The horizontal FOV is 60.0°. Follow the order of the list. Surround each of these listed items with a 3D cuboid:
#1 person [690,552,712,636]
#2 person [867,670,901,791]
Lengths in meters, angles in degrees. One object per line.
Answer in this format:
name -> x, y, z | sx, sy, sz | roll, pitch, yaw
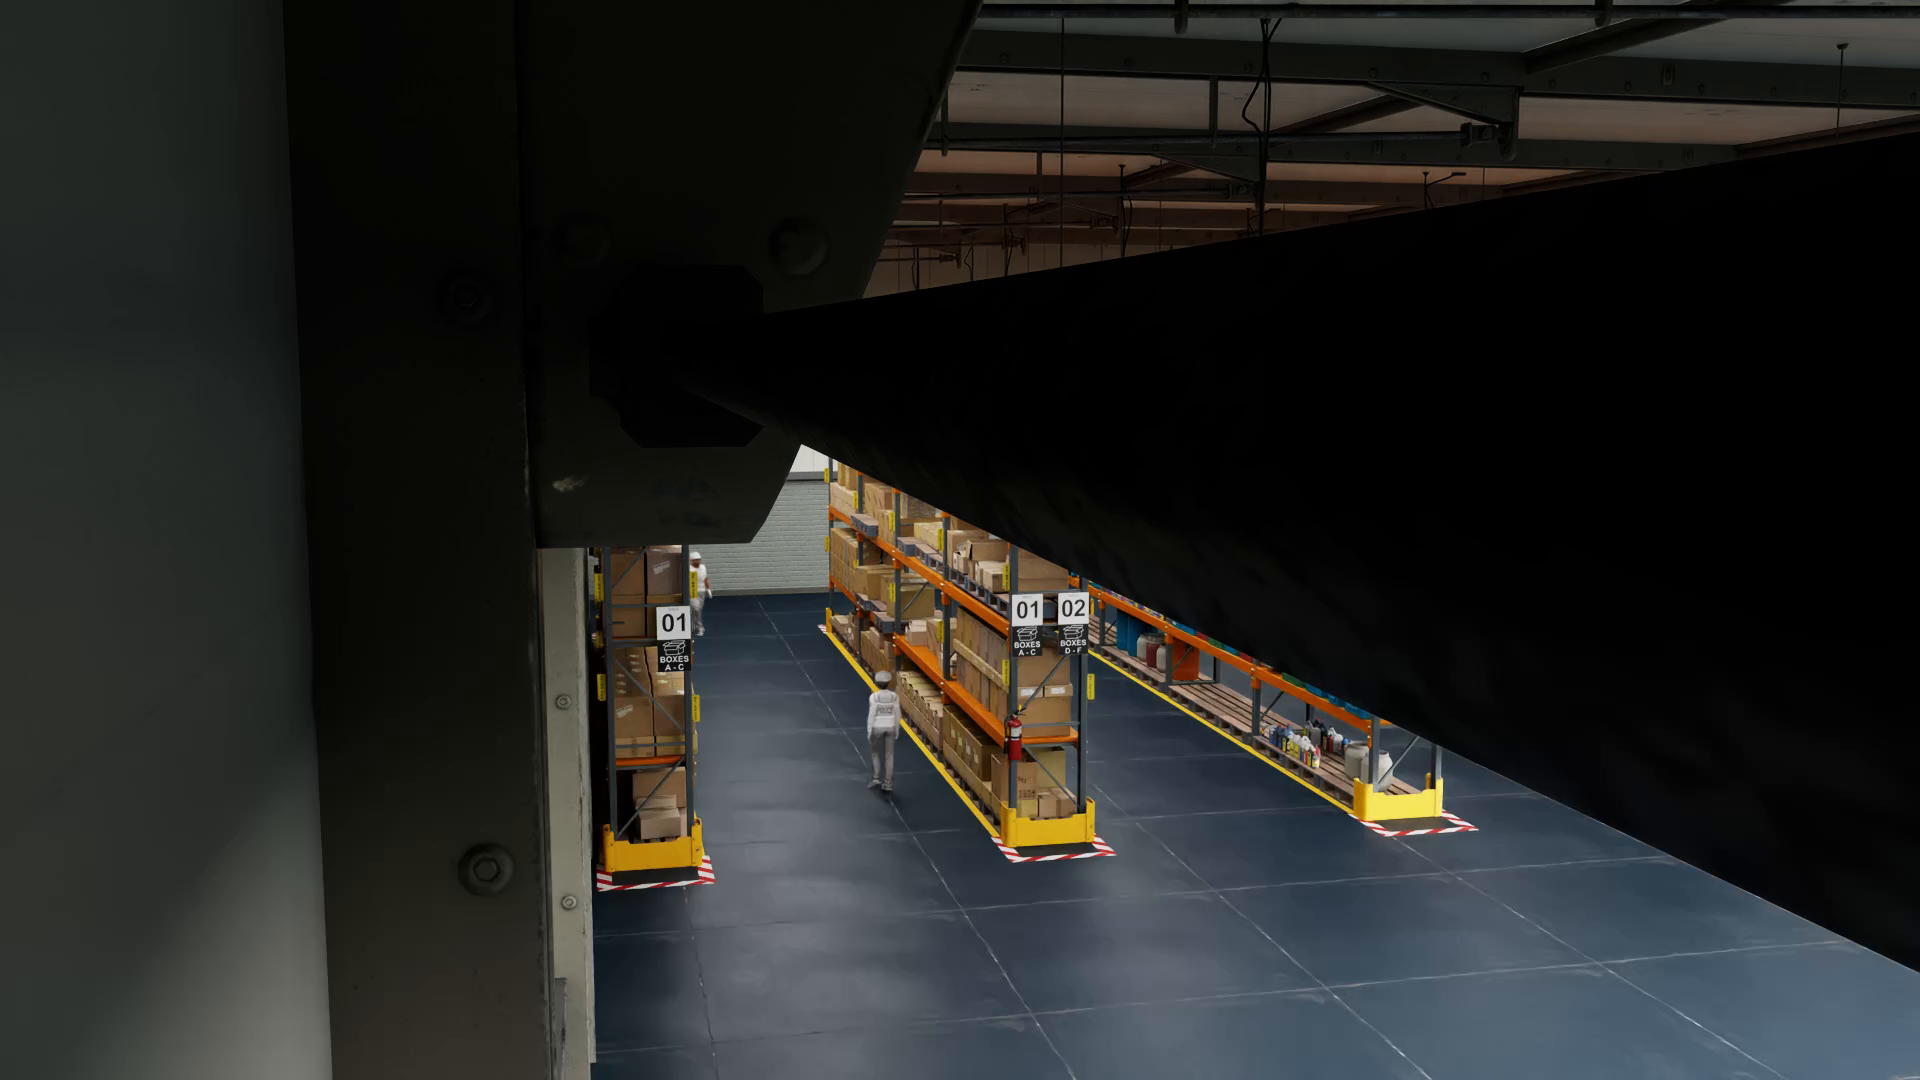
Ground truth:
person -> -5.720, 1.172, 36.202 | 0.678, 1.827, 0.641 | 6, 9, 43
person -> -1.073, 2.729, 23.593 | 0.516, 1.739, 0.580 | -2, 7, -16
